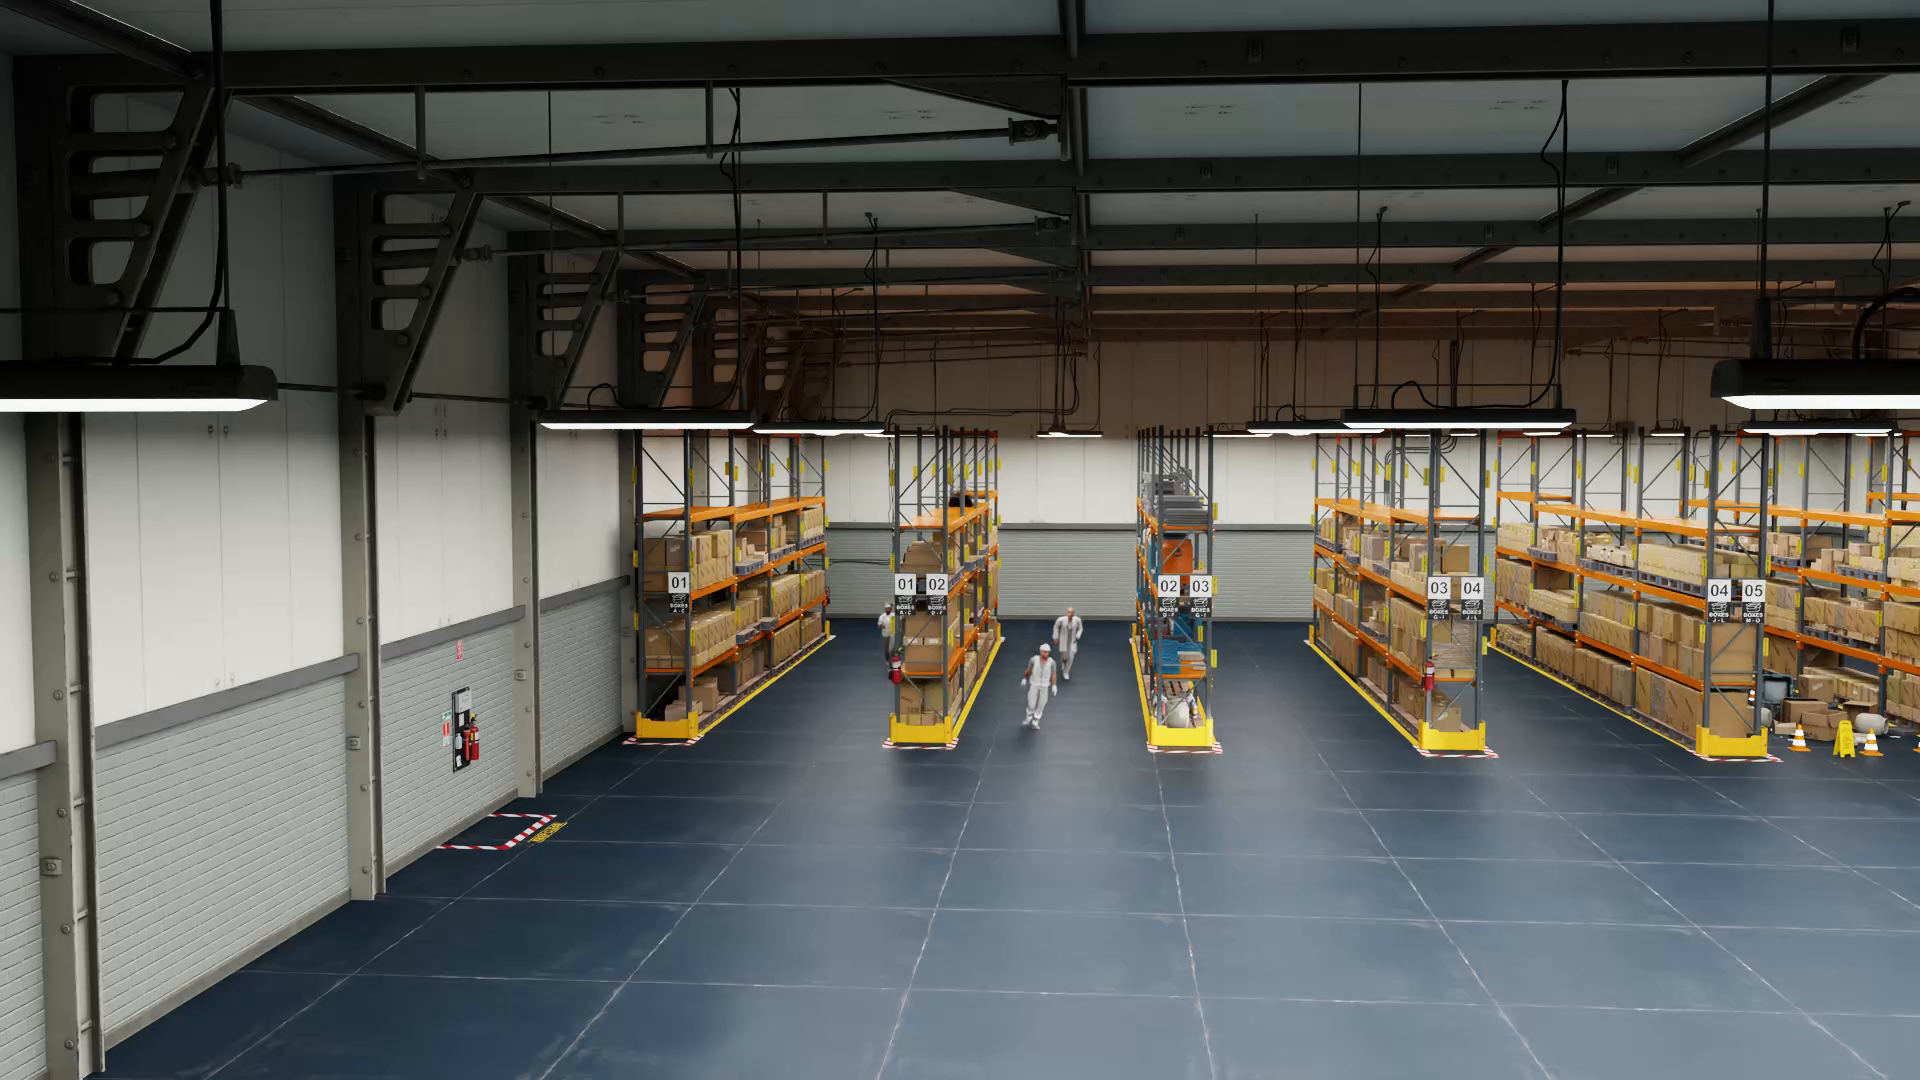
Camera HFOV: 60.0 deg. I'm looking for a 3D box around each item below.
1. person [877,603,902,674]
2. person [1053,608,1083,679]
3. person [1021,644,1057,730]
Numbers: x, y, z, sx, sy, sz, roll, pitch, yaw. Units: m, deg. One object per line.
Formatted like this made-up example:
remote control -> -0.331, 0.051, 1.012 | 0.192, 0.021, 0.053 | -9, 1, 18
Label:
person -> -1.734, 2.404, 41.208 | 0.574, 1.744, 0.896 | 1, 3, 11
person -> 2.598, 2.513, 40.059 | 0.701, 1.619, 0.718 | -1, 4, -12
person -> 1.569, 2.884, 32.757 | 0.662, 1.728, 0.617 | 0, 3, -7
